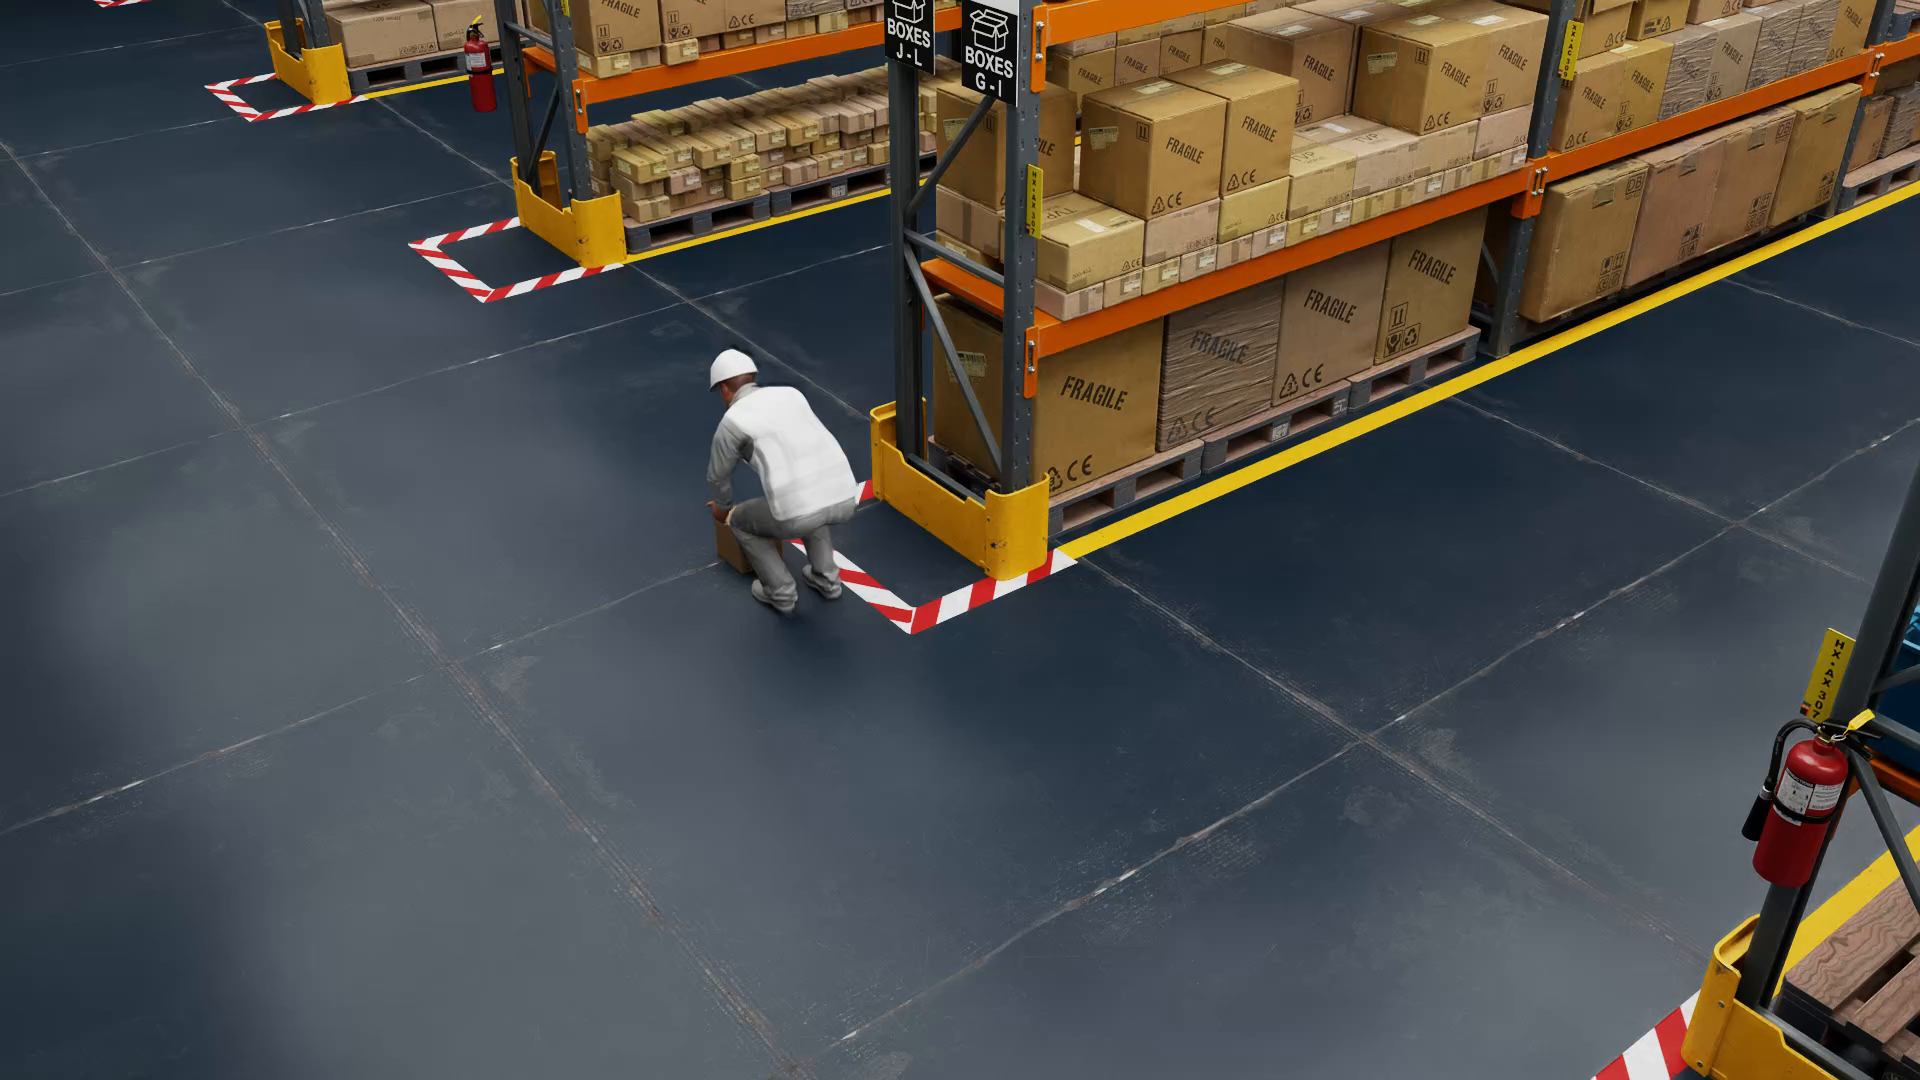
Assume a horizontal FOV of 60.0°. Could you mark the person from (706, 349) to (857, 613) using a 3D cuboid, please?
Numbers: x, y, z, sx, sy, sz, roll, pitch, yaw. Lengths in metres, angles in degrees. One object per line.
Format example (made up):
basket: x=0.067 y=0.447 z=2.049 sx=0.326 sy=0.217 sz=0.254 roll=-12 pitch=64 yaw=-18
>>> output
person: x=-0.893 y=-0.261 z=8.063 sx=0.573 sy=1.211 sz=0.851 roll=-22 pitch=38 yaw=-31
